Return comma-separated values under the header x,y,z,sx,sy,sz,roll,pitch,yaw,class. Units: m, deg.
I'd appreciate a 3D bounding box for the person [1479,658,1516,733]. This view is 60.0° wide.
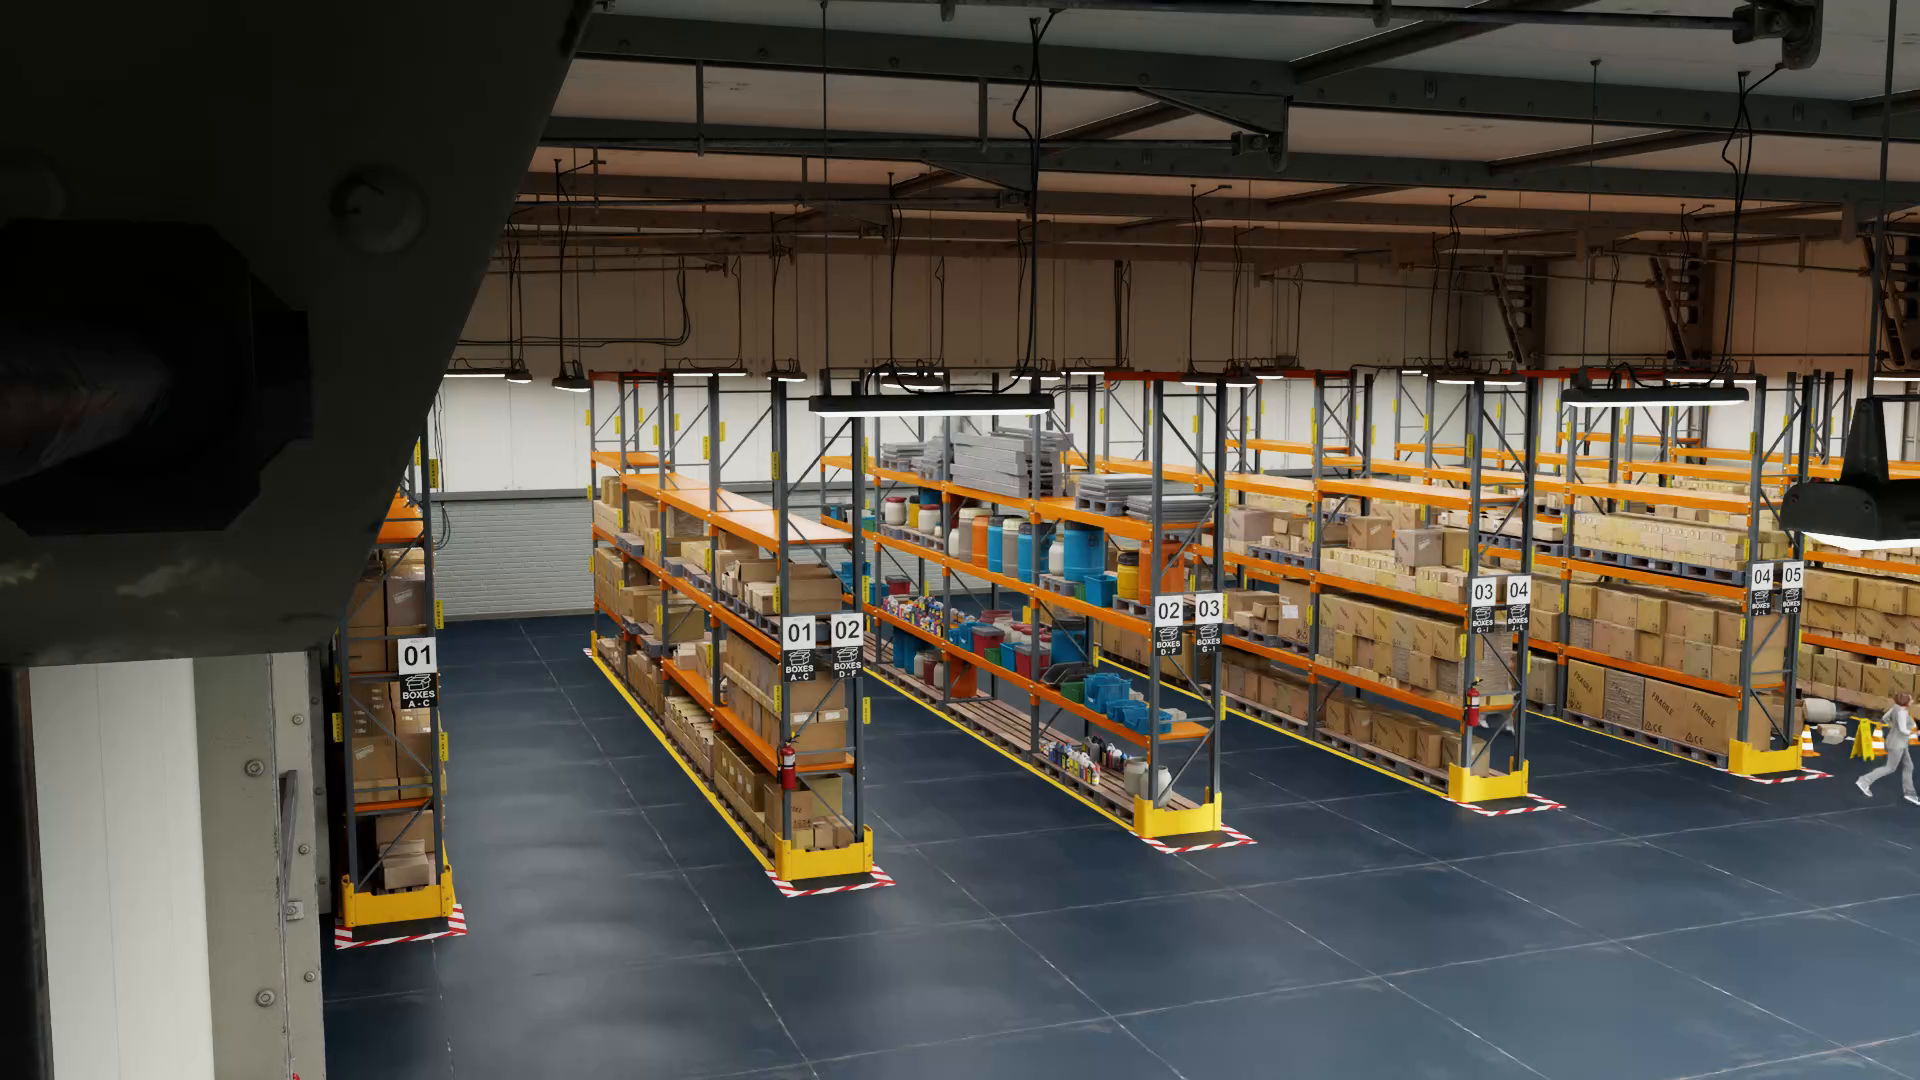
x,y,z,sx,sy,sz,roll,pitch,yaw,class
9.027,2.369,27.824,0.559,1.677,0.881,-5,8,-36,person

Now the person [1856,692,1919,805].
x,y,z,sx,sy,sz,roll,pitch,yaw,class
13.176,2.933,23.485,0.884,1.592,0.551,3,7,24,person
